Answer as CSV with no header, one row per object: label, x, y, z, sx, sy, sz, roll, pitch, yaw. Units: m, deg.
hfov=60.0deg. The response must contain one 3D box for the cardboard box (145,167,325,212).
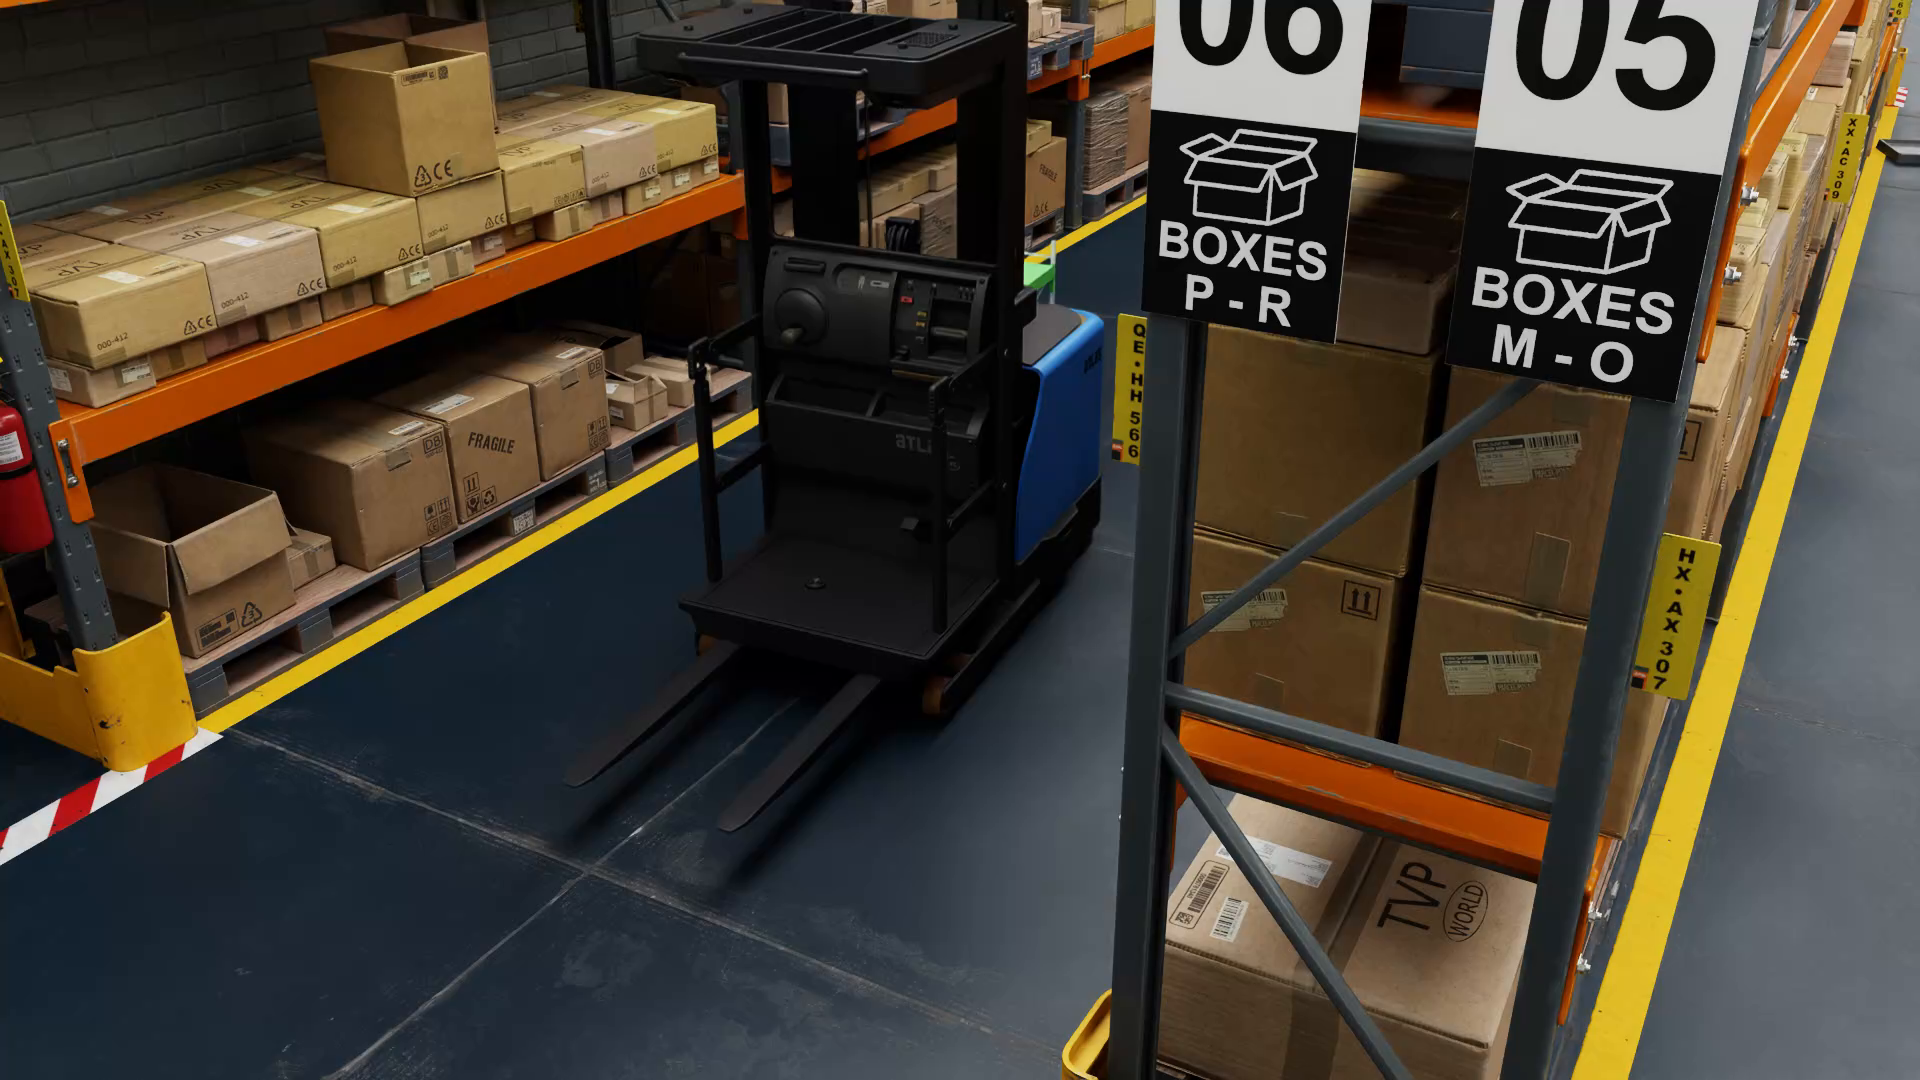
cardboard box,-2.992,-1.346,6.924,0.500,0.250,0.500,15,30,28

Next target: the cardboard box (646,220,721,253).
cardboard box,-1.592,-1.776,9.545,0.380,0.149,0.250,13,29,24

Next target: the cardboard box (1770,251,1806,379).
cardboard box,2.796,-0.925,6.135,0.500,0.500,0.500,14,30,27

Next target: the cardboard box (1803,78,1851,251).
cardboard box,2.810,-1.364,5.896,0.500,0.500,0.500,14,30,26

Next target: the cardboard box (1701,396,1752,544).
cardboard box,1.810,-0.125,4.536,0.500,0.500,0.500,14,30,26

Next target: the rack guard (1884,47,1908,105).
rack guard,8.667,-4.647,16.474,1.175,0.500,0.348,14,30,26

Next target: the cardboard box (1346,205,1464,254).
cardboard box,0.940,-0.629,3.701,0.380,0.149,0.250,15,30,27

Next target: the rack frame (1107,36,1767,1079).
rack frame,0.834,0.442,3.517,1.000,3.000,0.127,14,30,26

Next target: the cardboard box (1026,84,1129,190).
cardboard box,0.764,-3.134,12.843,0.875,0.625,0.625,15,30,28

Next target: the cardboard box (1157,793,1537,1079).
cardboard box,1.071,1.120,4.554,0.875,0.438,0.875,13,29,24

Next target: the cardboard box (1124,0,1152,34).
cardboard box,1.129,-4.015,12.587,0.500,0.250,0.500,14,30,25

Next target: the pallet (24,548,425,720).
pallet,-3.061,0.256,7.002,1.003,0.211,1.213,14,30,26

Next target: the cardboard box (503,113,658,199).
cardboard box,-1.794,-1.824,7.878,0.500,0.250,0.500,14,30,26

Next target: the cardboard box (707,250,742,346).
cardboard box,-1.088,-1.418,9.555,0.500,0.500,0.500,16,31,28

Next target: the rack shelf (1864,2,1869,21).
rack shelf,3.785,-2.916,7.678,1.077,0.370,4.000,14,30,26

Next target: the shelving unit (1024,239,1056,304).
shelving unit,0.246,-0.813,8.034,0.258,1.200,0.503,11,29,22

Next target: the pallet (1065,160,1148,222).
pallet,0.885,-2.833,13.174,1.003,0.211,1.213,14,30,26

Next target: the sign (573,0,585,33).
sign,-2.007,-2.848,8.794,0.100,0.325,0.005,14,30,26

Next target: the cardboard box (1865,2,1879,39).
cardboard box,3.743,-2.117,7.399,0.500,0.500,0.500,13,30,25

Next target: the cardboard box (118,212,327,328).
cardboard box,-2.784,-1.030,6.292,0.500,0.250,0.500,15,30,27

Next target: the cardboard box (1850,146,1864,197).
cardboard box,6.130,-2.762,12.383,0.950,0.372,0.625,16,31,29

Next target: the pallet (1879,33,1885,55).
pallet,5.707,-3.371,11.347,1.003,0.211,1.213,14,30,26

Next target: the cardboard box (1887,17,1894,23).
cardboard box,6.361,-3.742,11.686,0.380,0.149,0.250,14,30,27

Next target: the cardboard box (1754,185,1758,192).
cardboard box,1.741,-0.832,4.108,0.380,0.149,0.250,15,30,27

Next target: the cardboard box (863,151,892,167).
cardboard box,-0.672,-2.478,10.947,0.380,0.149,0.250,14,30,26

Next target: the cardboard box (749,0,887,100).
cardboard box,-0.835,-2.783,9.377,0.700,0.500,0.500,15,30,27

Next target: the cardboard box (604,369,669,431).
cardboard box,-1.716,-0.753,8.489,0.396,0.266,0.258,15,30,28

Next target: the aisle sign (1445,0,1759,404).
aisle sign,1.051,-0.629,2.752,0.394,0.787,0.004,14,30,26

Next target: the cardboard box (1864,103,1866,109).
cardboard box,4.746,-2.355,9.271,0.500,0.250,0.500,13,29,24

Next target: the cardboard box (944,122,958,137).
cardboard box,-0.236,-2.896,11.782,0.380,0.149,0.250,15,30,28

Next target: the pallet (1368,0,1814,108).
pallet,1.189,-1.152,3.448,1.003,0.211,1.213,14,30,26

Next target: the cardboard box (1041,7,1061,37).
cardboard box,0.457,-3.503,11.208,0.380,0.149,0.250,15,30,27

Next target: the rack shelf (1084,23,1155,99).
rack shelf,1.430,-4.226,13.644,1.077,0.370,4.000,14,30,26

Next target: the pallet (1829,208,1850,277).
pallet,5.756,-2.207,11.923,1.003,0.211,1.213,14,30,26

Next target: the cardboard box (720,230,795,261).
cardboard box,-1.114,-1.650,9.294,0.380,0.149,0.250,16,31,28

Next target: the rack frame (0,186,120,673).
rack frame,-3.490,-0.650,5.698,1.000,3.000,0.127,14,30,26

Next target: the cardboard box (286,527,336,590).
cardboard box,-2.864,0.062,6.990,0.380,0.149,0.250,13,29,24

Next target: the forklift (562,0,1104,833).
forklift,-0.416,-0.847,6.167,1.130,2.935,3.031,11,29,22

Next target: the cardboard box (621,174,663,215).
cardboard box,-1.675,-1.704,8.083,0.380,0.149,0.250,15,30,27

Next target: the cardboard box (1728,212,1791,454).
cardboard box,1.812,-0.580,4.329,0.500,0.500,0.500,14,30,26

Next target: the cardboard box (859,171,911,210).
cardboard box,-0.526,-2.173,10.338,0.380,0.149,0.250,15,30,28

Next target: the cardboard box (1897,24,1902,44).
cardboard box,7.627,-4.225,13.880,0.380,0.149,0.250,15,30,28

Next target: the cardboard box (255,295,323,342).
cardboard box,-2.728,-0.910,6.497,0.380,0.149,0.250,15,30,28

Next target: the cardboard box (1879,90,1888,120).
cardboard box,8.027,-3.973,14.938,0.500,0.250,0.500,13,29,24

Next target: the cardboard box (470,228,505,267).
cardboard box,-2.234,-1.319,7.315,0.380,0.149,0.250,14,30,26

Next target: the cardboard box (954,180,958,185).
cardboard box,-0.086,-2.228,11.174,0.500,0.500,0.500,16,31,28

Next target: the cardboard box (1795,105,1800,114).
cardboard box,2.243,-1.225,4.893,0.380,0.149,0.250,14,30,25

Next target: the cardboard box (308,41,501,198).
cardboard box,-2.294,-1.754,6.899,0.500,0.500,0.500,15,30,27

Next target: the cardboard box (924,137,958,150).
cardboard box,-0.021,-2.581,11.153,0.380,0.149,0.250,15,30,28

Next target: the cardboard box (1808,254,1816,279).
cardboard box,3.501,-1.366,7.295,0.500,0.250,0.500,13,30,25
